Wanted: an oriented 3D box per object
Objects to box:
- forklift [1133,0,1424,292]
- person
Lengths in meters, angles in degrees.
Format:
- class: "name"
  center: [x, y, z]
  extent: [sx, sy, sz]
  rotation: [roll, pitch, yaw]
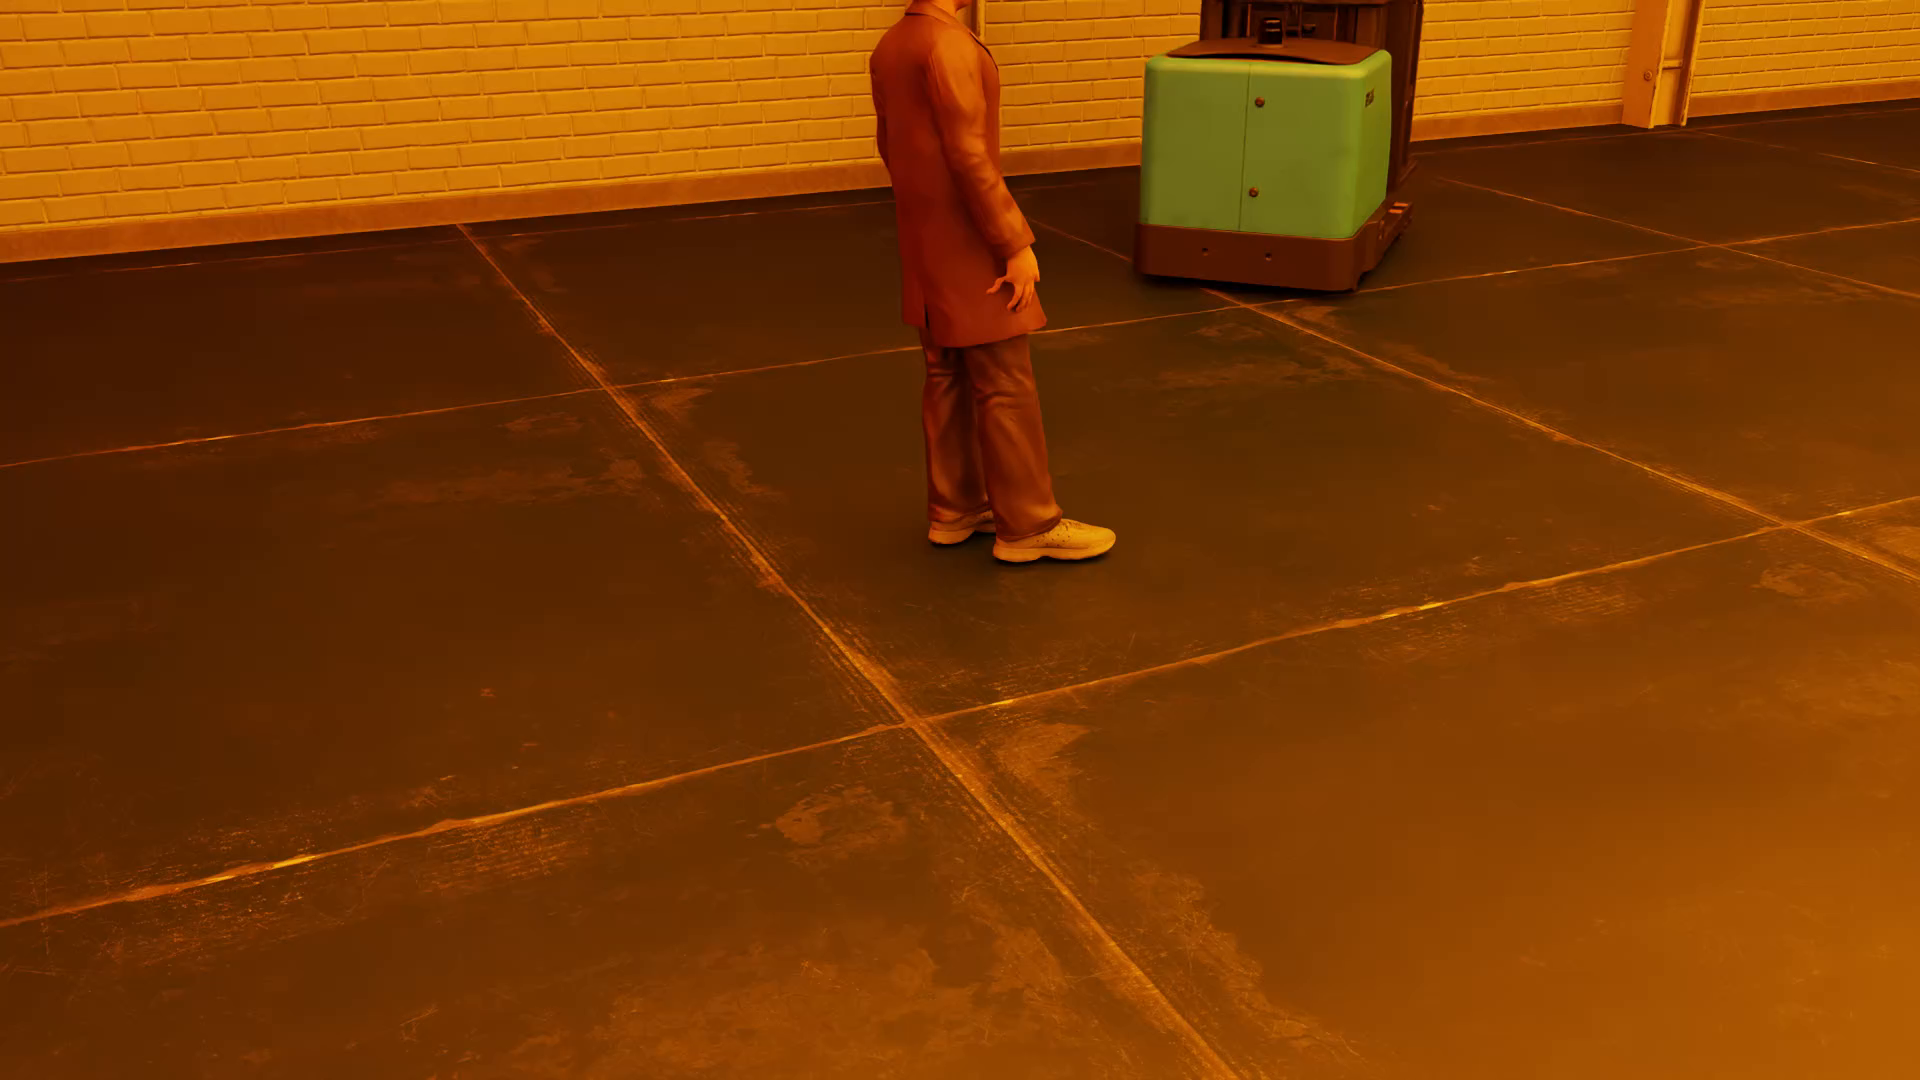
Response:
- class: "forklift"
  center: [1.866, -3.038, 8.599]
  extent: [1.130, 2.935, 3.031]
  rotation: [9, 24, 20]
- class: "person"
  center: [0.085, -0.841, 4.796]
  extent: [0.579, 1.777, 0.696]
  rotation: [-10, 25, -23]
